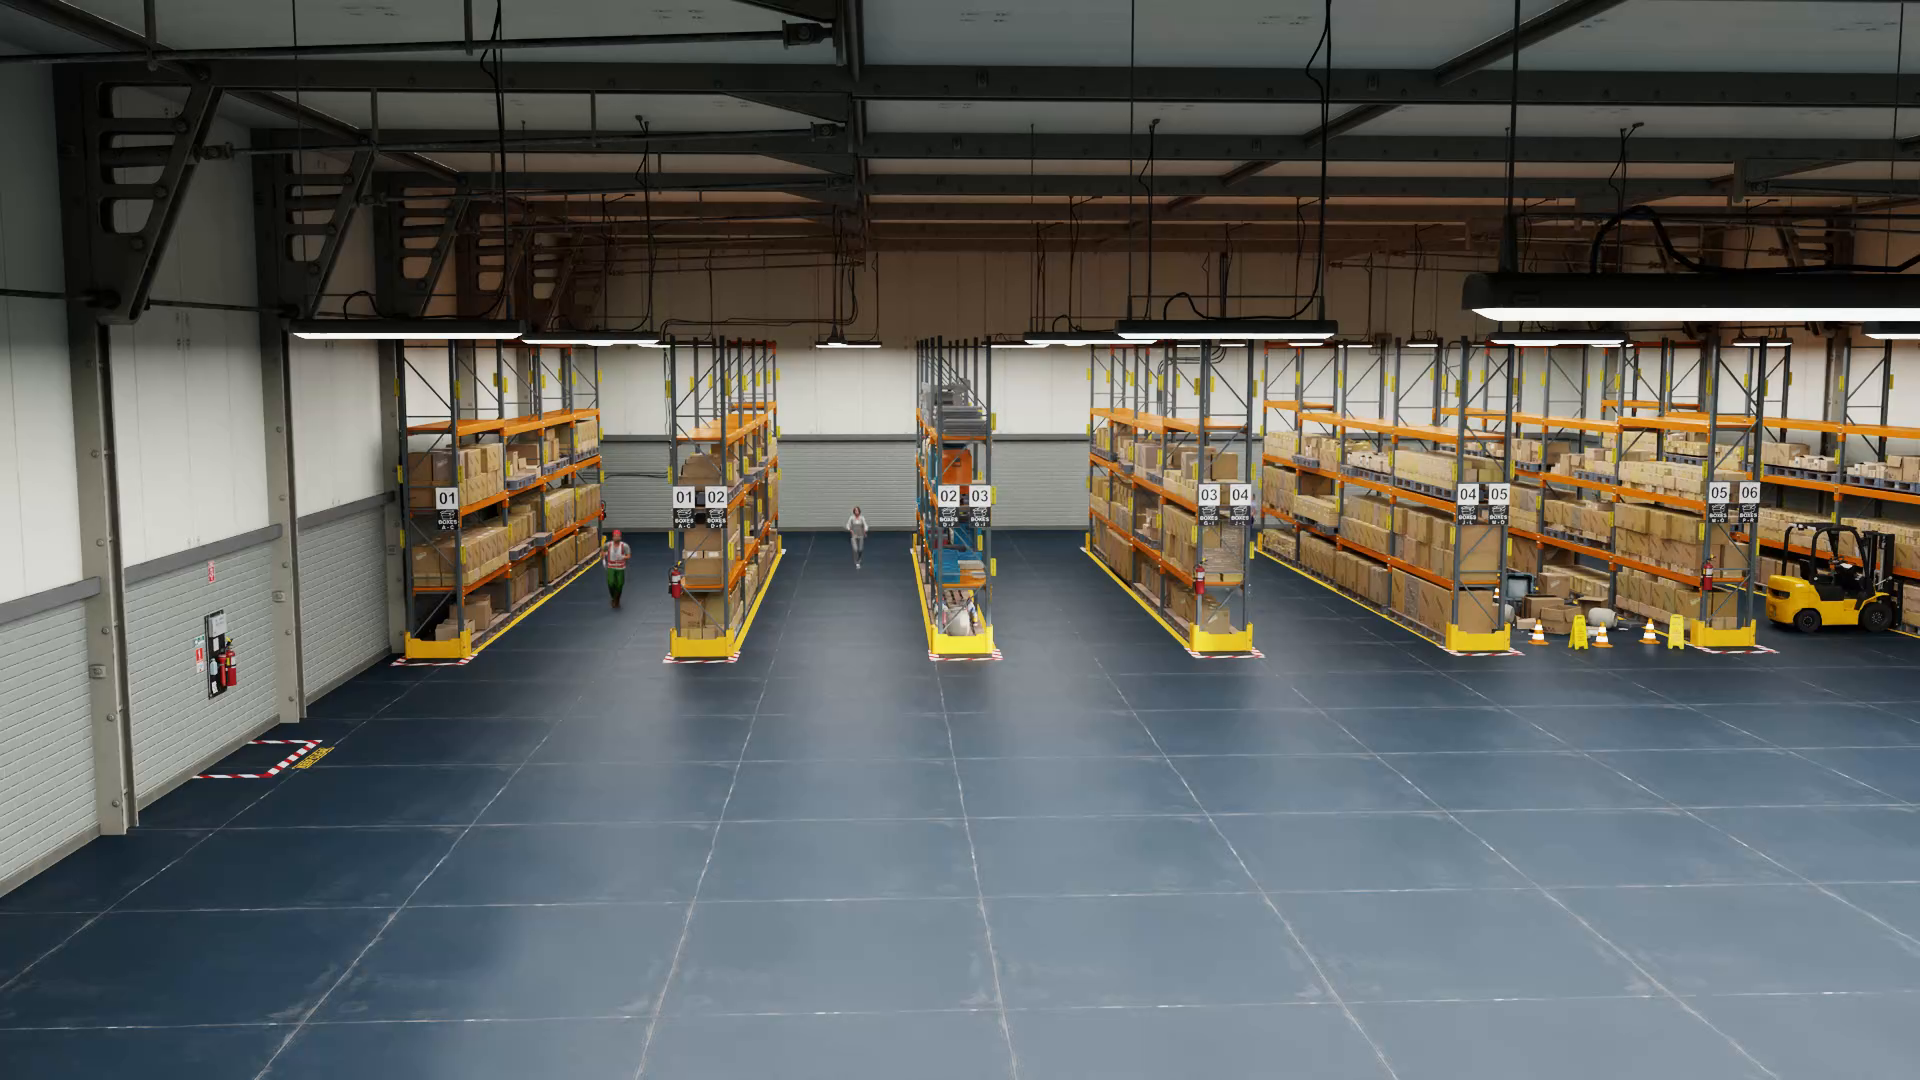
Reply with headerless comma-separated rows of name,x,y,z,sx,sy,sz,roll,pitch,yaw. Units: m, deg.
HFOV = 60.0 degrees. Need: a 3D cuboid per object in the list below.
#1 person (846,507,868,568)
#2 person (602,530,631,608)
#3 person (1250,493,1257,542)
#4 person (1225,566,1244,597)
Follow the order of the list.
person,-2.582,-0.065,41.770,0.541,1.548,0.489,-1,7,-7
person,-7.638,0.645,36.960,0.647,1.751,0.735,-1,7,-10
person,8.380,-0.597,48.813,0.548,1.606,0.737,-2,7,-15
person,6.512,0.448,39.122,0.625,1.733,0.882,-1,7,-6
